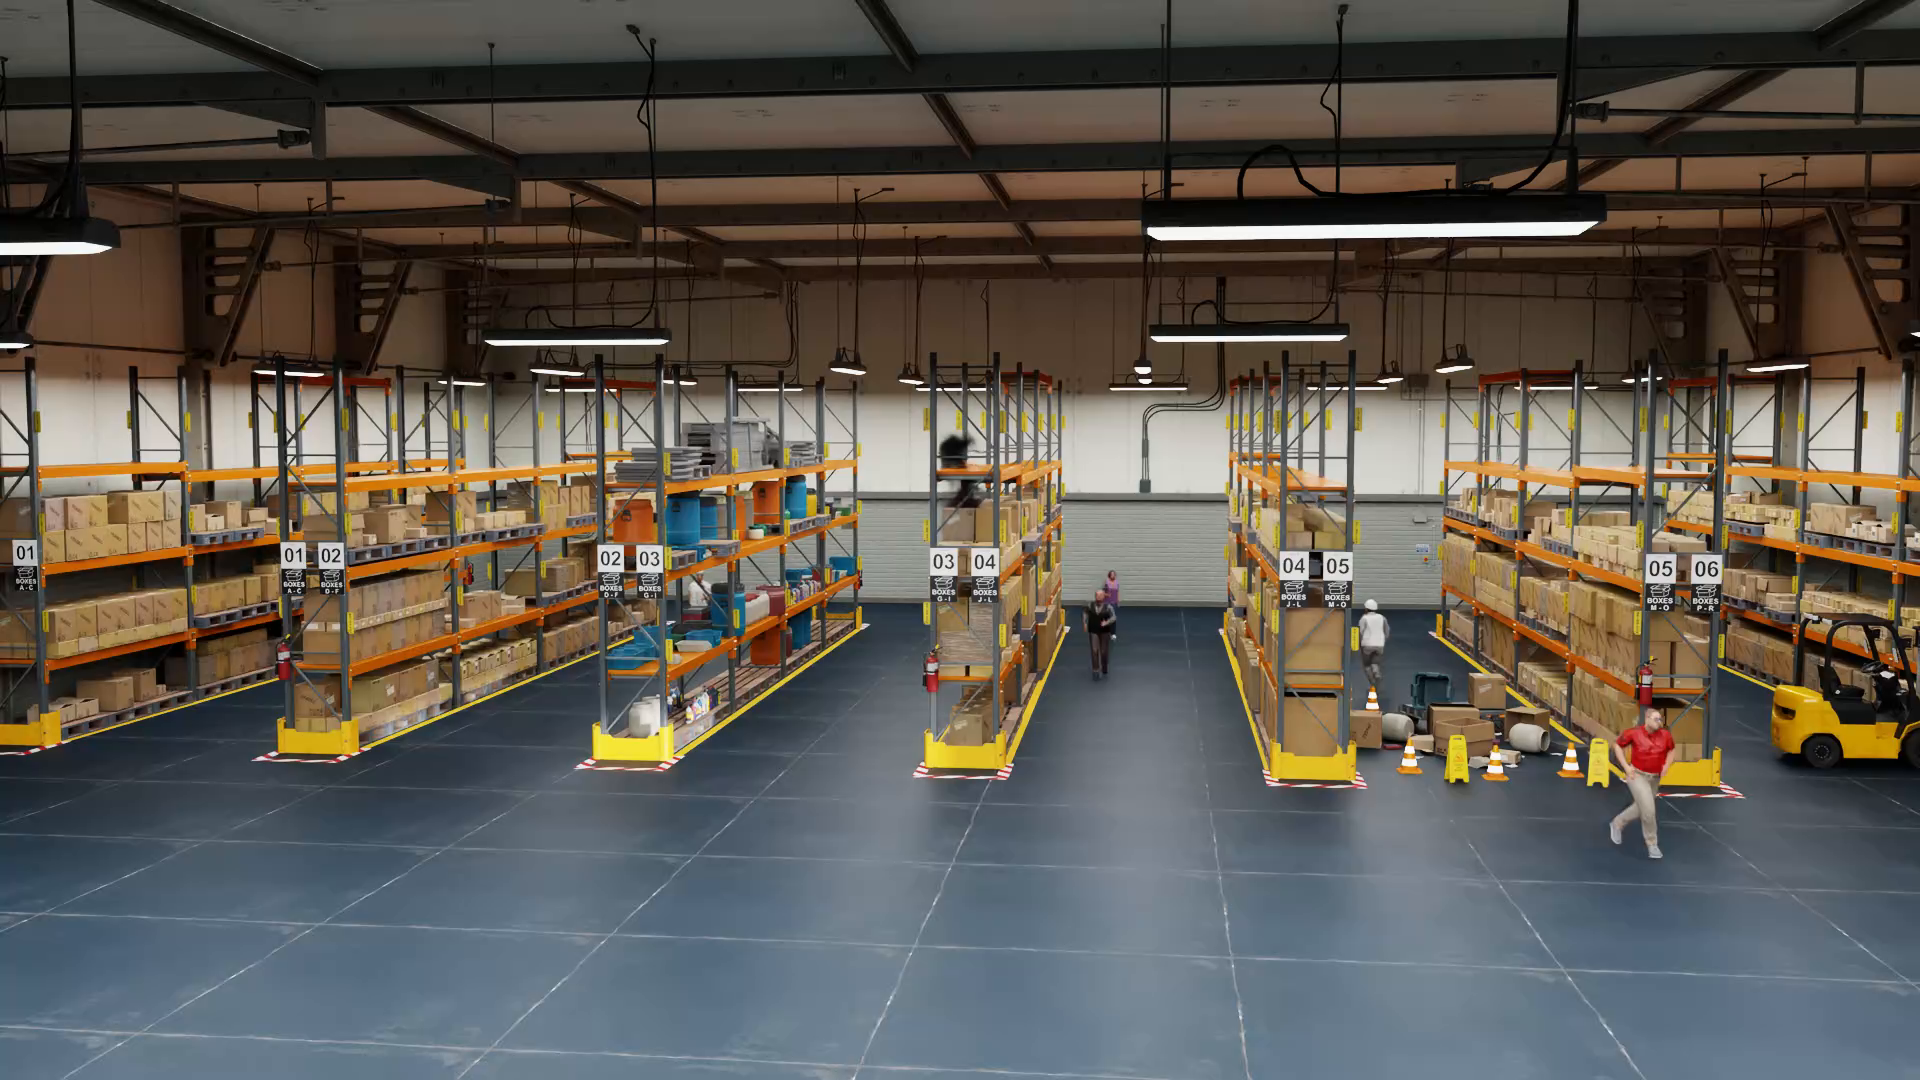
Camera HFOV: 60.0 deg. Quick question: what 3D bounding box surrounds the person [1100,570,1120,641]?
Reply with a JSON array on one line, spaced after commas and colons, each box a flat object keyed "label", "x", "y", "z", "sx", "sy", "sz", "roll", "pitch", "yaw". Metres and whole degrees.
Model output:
[{"label": "person", "x": 3.470, "y": 1.487, "z": 38.460, "sx": 0.530, "sy": 1.607, "sz": 0.815, "roll": -1, "pitch": 4, "yaw": -8}]

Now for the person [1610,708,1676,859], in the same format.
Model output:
[{"label": "person", "x": 7.954, "y": 2.782, "z": 19.420, "sx": 0.627, "sy": 1.709, "sz": 0.841, "roll": -1, "pitch": 4, "yaw": -17}]

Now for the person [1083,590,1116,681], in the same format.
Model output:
[{"label": "person", "x": 2.723, "y": 1.840, "z": 32.524, "sx": 0.673, "sy": 1.748, "sz": 0.853, "roll": 1, "pitch": 4, "yaw": 9}]

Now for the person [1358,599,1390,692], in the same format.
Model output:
[{"label": "person", "x": 7.684, "y": 1.966, "z": 30.887, "sx": 0.654, "sy": 1.717, "sz": 0.556, "roll": 0, "pitch": 4, "yaw": -7}]

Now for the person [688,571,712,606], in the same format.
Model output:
[{"label": "person", "x": -5.941, "y": 1.512, "z": 37.825, "sx": 0.587, "sy": 1.638, "sz": 0.623, "roll": 0, "pitch": 4, "yaw": 5}]
